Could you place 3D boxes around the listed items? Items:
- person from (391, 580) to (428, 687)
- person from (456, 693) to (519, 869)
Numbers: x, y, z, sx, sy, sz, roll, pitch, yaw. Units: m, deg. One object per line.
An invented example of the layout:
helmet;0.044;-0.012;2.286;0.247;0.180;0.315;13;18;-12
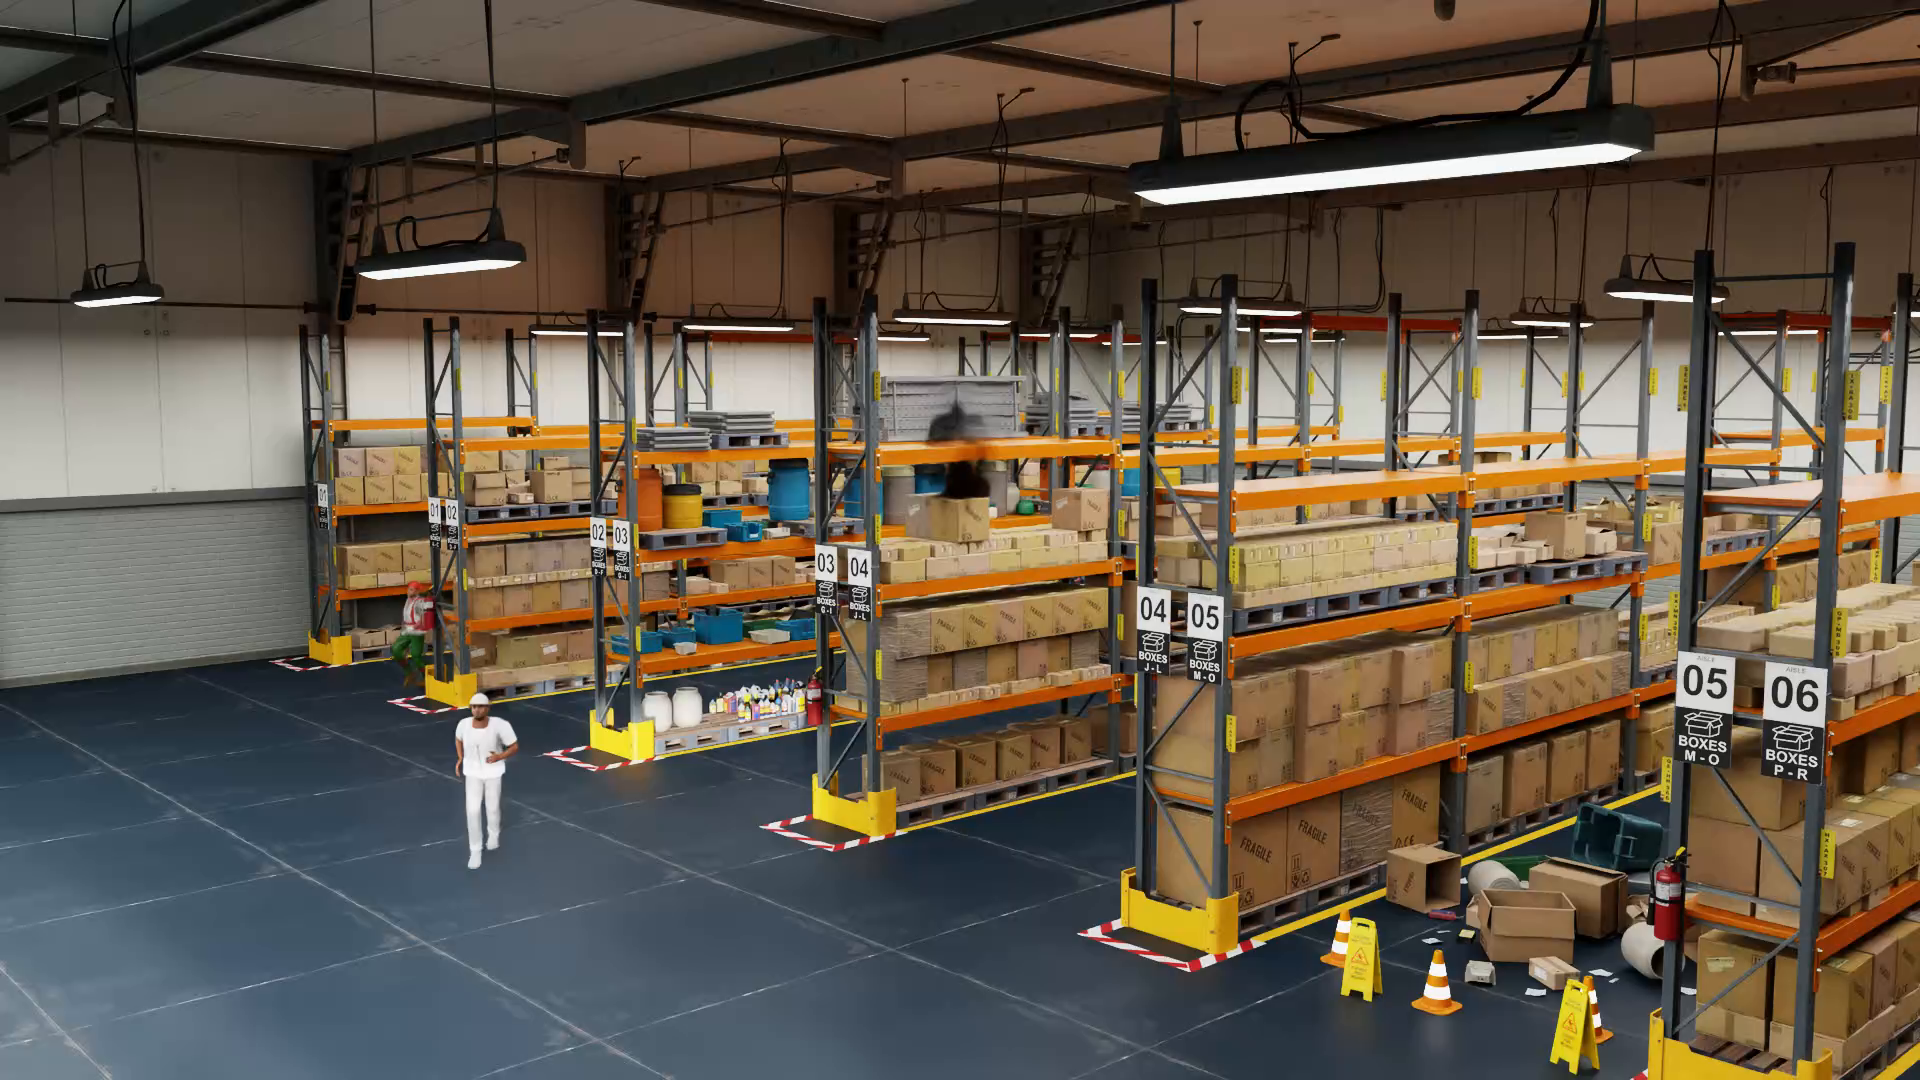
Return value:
person;-8.965;1.537;27.225;0.674;1.762;0.628;5;8;43
person;-5.019;2.505;17.648;0.685;1.817;0.783;-1;6;-7
